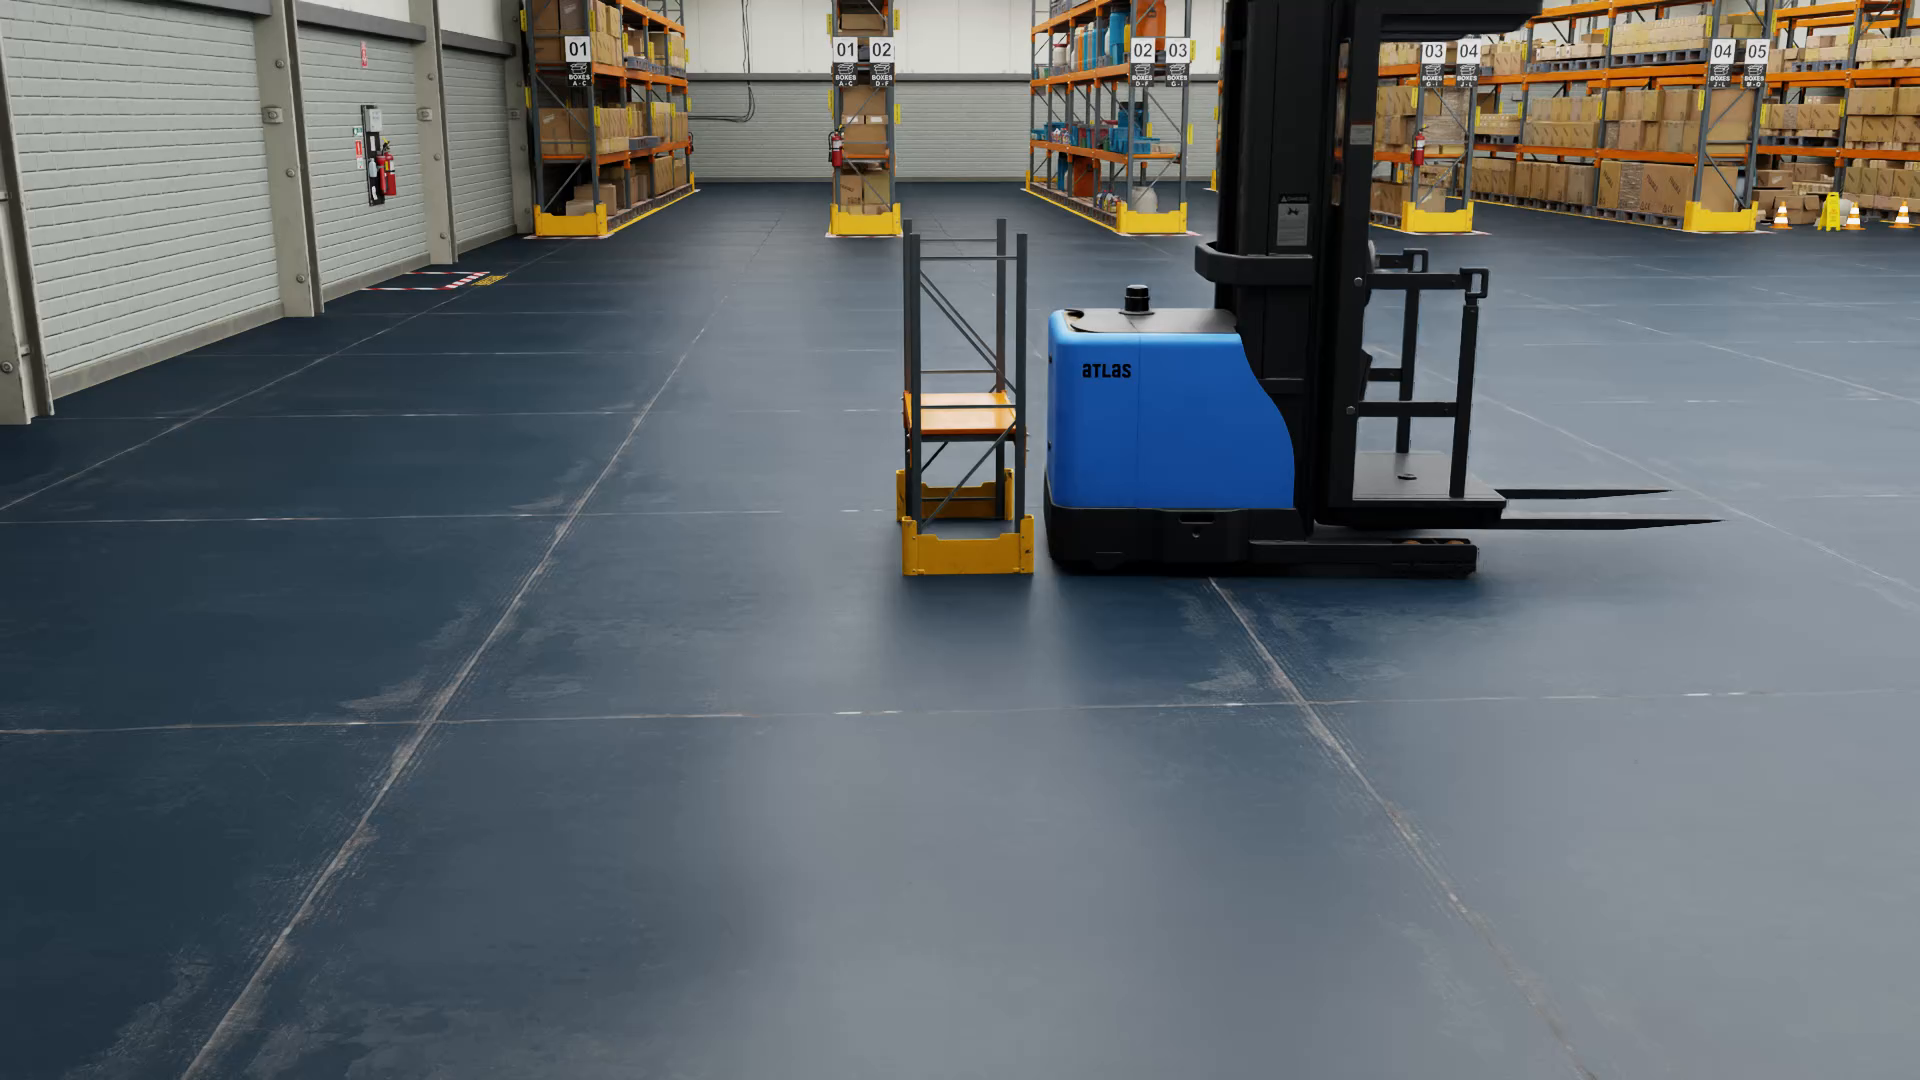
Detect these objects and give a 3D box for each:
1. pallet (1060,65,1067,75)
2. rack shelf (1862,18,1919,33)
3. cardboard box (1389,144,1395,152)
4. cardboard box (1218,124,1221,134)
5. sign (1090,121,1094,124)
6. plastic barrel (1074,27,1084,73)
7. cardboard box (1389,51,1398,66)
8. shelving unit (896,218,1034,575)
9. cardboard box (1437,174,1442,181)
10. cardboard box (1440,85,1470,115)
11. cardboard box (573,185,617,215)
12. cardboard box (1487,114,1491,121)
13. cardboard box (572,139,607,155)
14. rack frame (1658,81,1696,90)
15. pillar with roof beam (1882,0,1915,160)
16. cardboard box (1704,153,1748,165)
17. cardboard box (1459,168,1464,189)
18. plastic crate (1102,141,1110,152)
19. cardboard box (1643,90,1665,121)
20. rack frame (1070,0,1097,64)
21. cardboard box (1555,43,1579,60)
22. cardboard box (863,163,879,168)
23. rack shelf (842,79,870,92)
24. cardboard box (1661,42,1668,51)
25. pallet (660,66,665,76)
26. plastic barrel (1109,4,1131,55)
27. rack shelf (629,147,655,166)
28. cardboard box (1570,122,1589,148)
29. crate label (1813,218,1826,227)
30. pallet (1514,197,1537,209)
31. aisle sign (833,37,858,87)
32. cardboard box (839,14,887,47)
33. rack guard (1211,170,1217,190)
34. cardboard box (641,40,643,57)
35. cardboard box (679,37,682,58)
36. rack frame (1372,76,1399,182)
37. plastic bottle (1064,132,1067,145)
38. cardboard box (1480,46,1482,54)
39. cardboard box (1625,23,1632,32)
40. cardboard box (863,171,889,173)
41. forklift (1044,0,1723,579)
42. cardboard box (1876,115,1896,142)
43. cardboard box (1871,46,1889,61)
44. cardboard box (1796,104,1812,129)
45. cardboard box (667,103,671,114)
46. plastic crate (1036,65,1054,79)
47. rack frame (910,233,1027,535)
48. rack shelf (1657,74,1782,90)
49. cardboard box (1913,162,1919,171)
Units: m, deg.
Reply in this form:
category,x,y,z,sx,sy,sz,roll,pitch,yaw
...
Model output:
category,x,y,z,sx,sy,sz,roll,pitch,yaw
pallet,2.818,-10.604,37.578,1.003,0.211,1.213,-1,14,-3
rack shelf,22.511,-11.891,38.428,1.077,0.370,4.000,-1,14,-3
cardboard box,7.969,-7.067,29.976,0.380,0.149,0.250,-1,14,-3
cardboard box,7.055,-10.737,43.441,0.500,0.250,0.500,-1,14,-5
sign,3.148,-9.860,39.773,0.100,0.325,0.005,-1,14,-3
plastic barrel,2.681,-10.211,34.666,0.600,0.901,0.600,0,14,0
cardboard box,7.945,-8.558,29.548,0.500,0.250,0.500,-1,14,-2
shelving unit,0.005,-0.707,7.766,0.587,1.500,1.083,-1,14,-3
cardboard box,12.099,-9.019,41.343,0.380,0.149,0.250,-1,14,-5
cardboard box,8.524,-7.628,28.848,0.500,0.500,0.500,-1,14,-3
cardboard box,-6.529,-6.081,29.776,0.700,0.500,0.500,-2,15,-7
cardboard box,12.200,-9.590,37.745,0.380,0.149,0.250,-1,14,-3
cardboard box,-6.259,-6.644,28.089,0.500,0.250,0.500,-1,14,-5
rack frame,17.434,-9.947,40.668,1.000,3.000,0.127,-1,14,-3
pillar with roof beam,18.947,-13.051,40.690,9.100,9.000,0.400,-1,14,-3
cardboard box,17.670,-8.522,38.549,0.875,0.875,0.875,-1,14,-3
cardboard box,12.280,-8.651,39.802,0.500,0.500,0.500,0,14,-1
plastic crate,2.897,-7.284,30.740,0.450,0.188,0.662,-1,14,-3
cardboard box,13.071,-7.956,30.462,0.875,0.550,0.500,-1,14,-3
rack frame,2.847,-11.628,35.162,1.000,3.000,0.127,-1,14,-3
cardboard box,12.635,-10.077,34.286,0.500,0.311,0.500,-1,14,-4
cardboard box,-2.313,-9.508,43.095,0.500,0.500,0.500,-1,14,-3
rack shelf,-2.221,-10.249,37.265,1.077,0.370,4.000,-1,14,-3
cardboard box,12.806,-8.838,29.796,0.380,0.149,0.250,-1,14,-3
pallet,-7.183,-10.698,37.948,0.805,0.209,1.217,-1,15,-6
plastic barrel,3.050,-9.378,30.586,0.600,0.901,0.708,-1,14,-3
rack shelf,-6.917,-7.724,33.472,1.077,0.370,4.000,-1,14,-3
cardboard box,12.665,-8.156,33.504,0.500,0.500,0.500,-1,14,-4
crate label,15.665,-5.756,30.124,0.250,0.136,0.298,-9,17,-32
pallet,12.721,-7.303,35.988,1.003,0.211,1.213,-1,14,-3
aisle sign,-1.891,-7.896,27.478,0.394,0.787,0.004,-1,14,-3
cardboard box,-1.633,-8.575,27.982,0.797,0.503,0.637,0,14,0
rack guard,7.293,-9.584,44.274,1.175,0.500,0.348,-1,14,-3
cardboard box,-7.214,-10.535,35.848,0.700,0.500,0.500,-2,15,-7
cardboard box,-7.199,-12.252,41.359,0.500,0.500,0.500,0,14,-2
rack frame,8.038,-7.805,32.340,1.000,3.000,0.127,-1,14,-3
plastic bottle,2.369,-8.938,37.003,0.097,0.271,0.097,0,14,0
cardboard box,12.413,-11.454,39.462,0.700,0.500,0.500,-1,14,-3
cardboard box,12.711,-9.603,31.170,0.380,0.149,0.250,-1,14,-4
cardboard box,-1.503,-6.403,30.062,0.500,0.500,0.500,-1,14,-3
forklift,1.926,-1.383,7.519,3.031,2.935,1.130,0,14,1
cardboard box,17.751,-7.787,31.473,0.500,0.500,0.500,-1,14,-4
cardboard box,17.724,-9.240,31.603,0.500,0.250,0.500,-1,14,-4
cardboard box,17.614,-8.717,34.244,0.500,0.500,0.500,0,14,-2
cardboard box,-7.005,-10.018,38.600,0.500,0.250,0.500,-1,14,-2
plastic crate,2.172,-11.751,41.783,0.504,0.338,0.767,-1,14,-3
rack frame,0.037,-0.579,7.266,0.500,1.500,0.032,-1,14,-3
rack shelf,17.557,-10.554,38.450,1.077,0.370,4.000,-1,14,-3
cardboard box,17.765,-6.860,30.537,0.380,0.149,0.250,-1,14,-3
